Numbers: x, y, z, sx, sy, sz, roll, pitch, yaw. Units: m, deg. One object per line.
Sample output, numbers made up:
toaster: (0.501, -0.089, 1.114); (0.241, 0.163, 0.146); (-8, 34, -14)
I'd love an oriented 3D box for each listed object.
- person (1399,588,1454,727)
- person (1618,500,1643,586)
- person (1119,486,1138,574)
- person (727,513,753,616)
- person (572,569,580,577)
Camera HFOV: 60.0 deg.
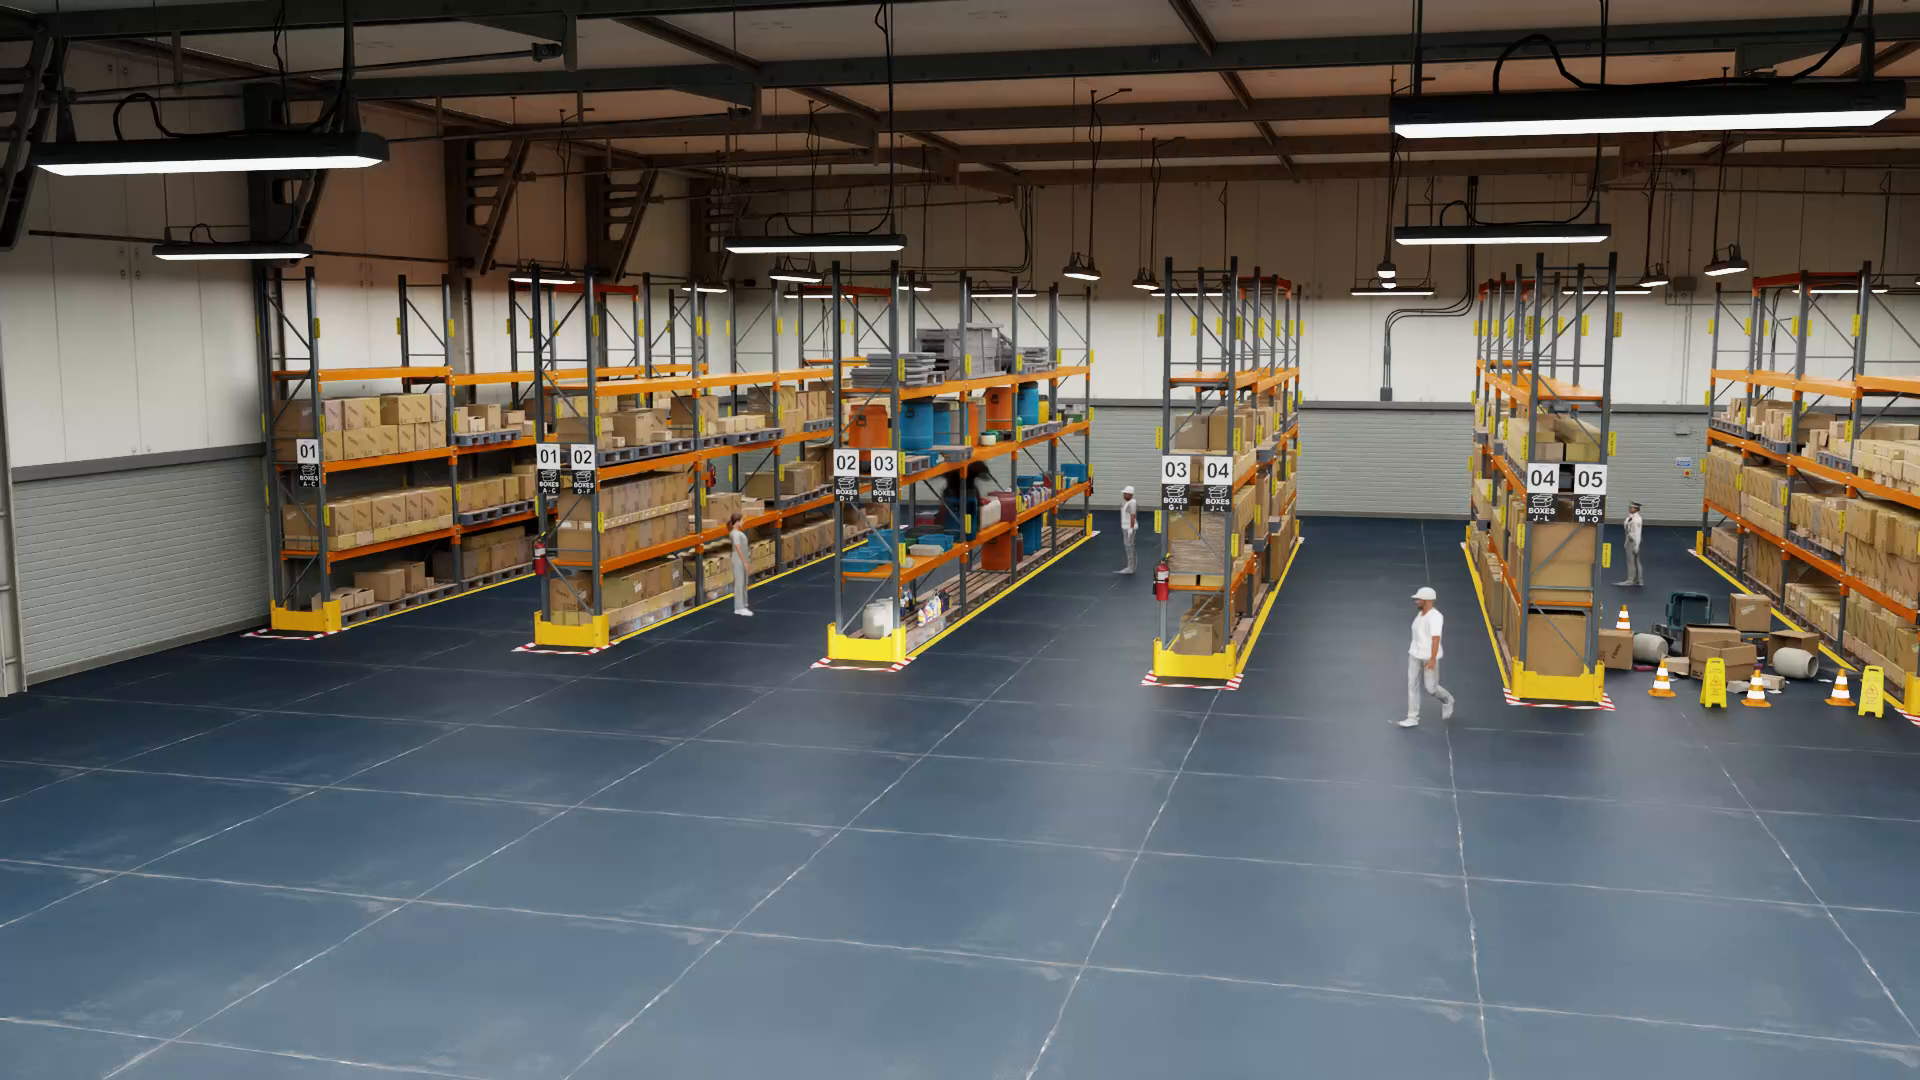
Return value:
person: (5.918, 1.471, 20.991); (0.792, 1.755, 0.497); (-6, 9, -39)
person: (13.152, 0.061, 32.490); (0.433, 1.680, 0.498); (4, 8, 29)
person: (3.443, -0.220, 34.118); (0.398, 1.786, 0.648); (0, 7, -3)
person: (-3.617, 0.409, 27.522); (0.451, 1.734, 0.525); (2, 8, 15)
person: (-6.931, 0.348, 30.322); (0.487, 1.667, 0.565); (-6, 9, -40)
